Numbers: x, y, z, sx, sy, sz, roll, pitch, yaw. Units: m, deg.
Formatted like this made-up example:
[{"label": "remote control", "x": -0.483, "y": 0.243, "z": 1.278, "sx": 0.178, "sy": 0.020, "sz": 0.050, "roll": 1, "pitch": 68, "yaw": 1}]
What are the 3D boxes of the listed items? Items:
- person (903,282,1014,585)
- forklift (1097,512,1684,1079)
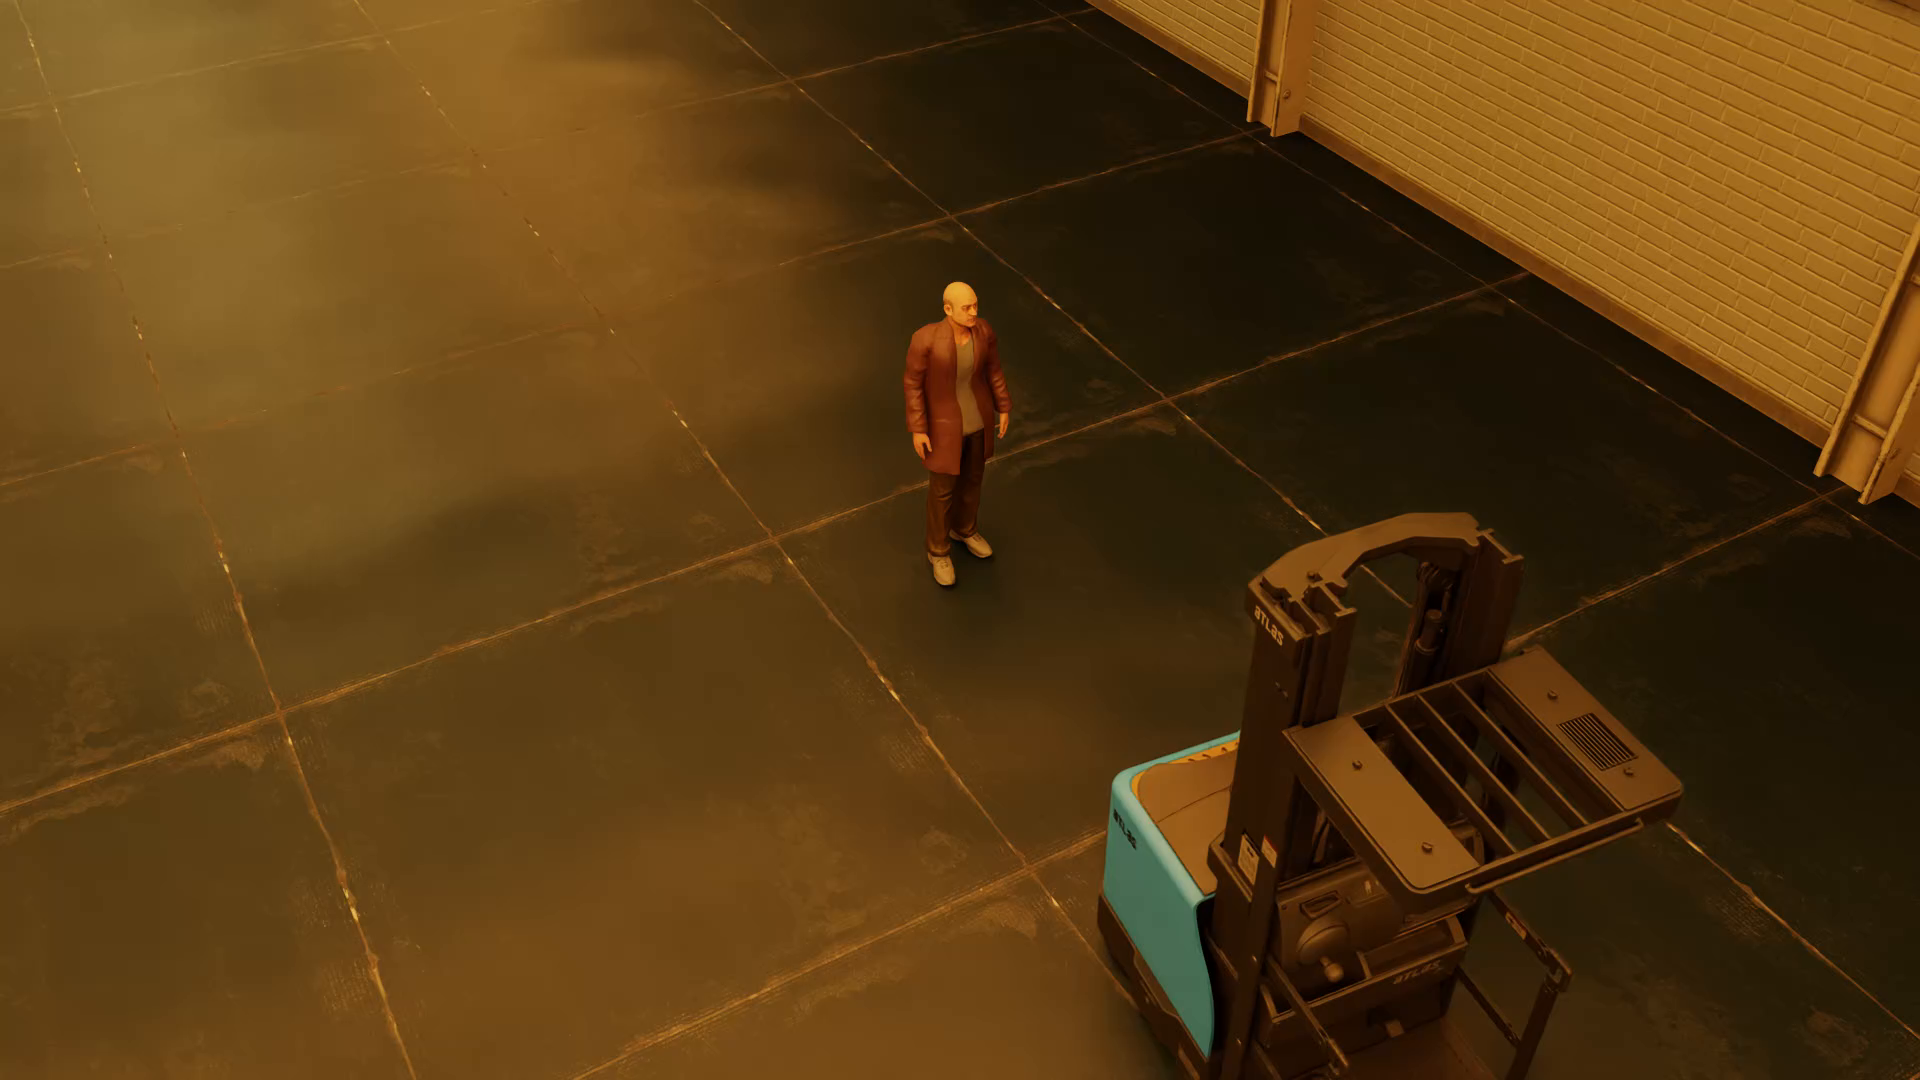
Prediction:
[{"label": "person", "x": 0.041, "y": -0.638, "z": 9.698, "sx": 0.696, "sy": 1.775, "sz": 0.582, "roll": -20, "pitch": 44, "yaw": -23}, {"label": "forklift", "x": 1.712, "y": 1.478, "z": 6.254, "sx": 1.130, "sy": 2.935, "sz": 3.031, "roll": -16, "pitch": 42, "yaw": -18}]
